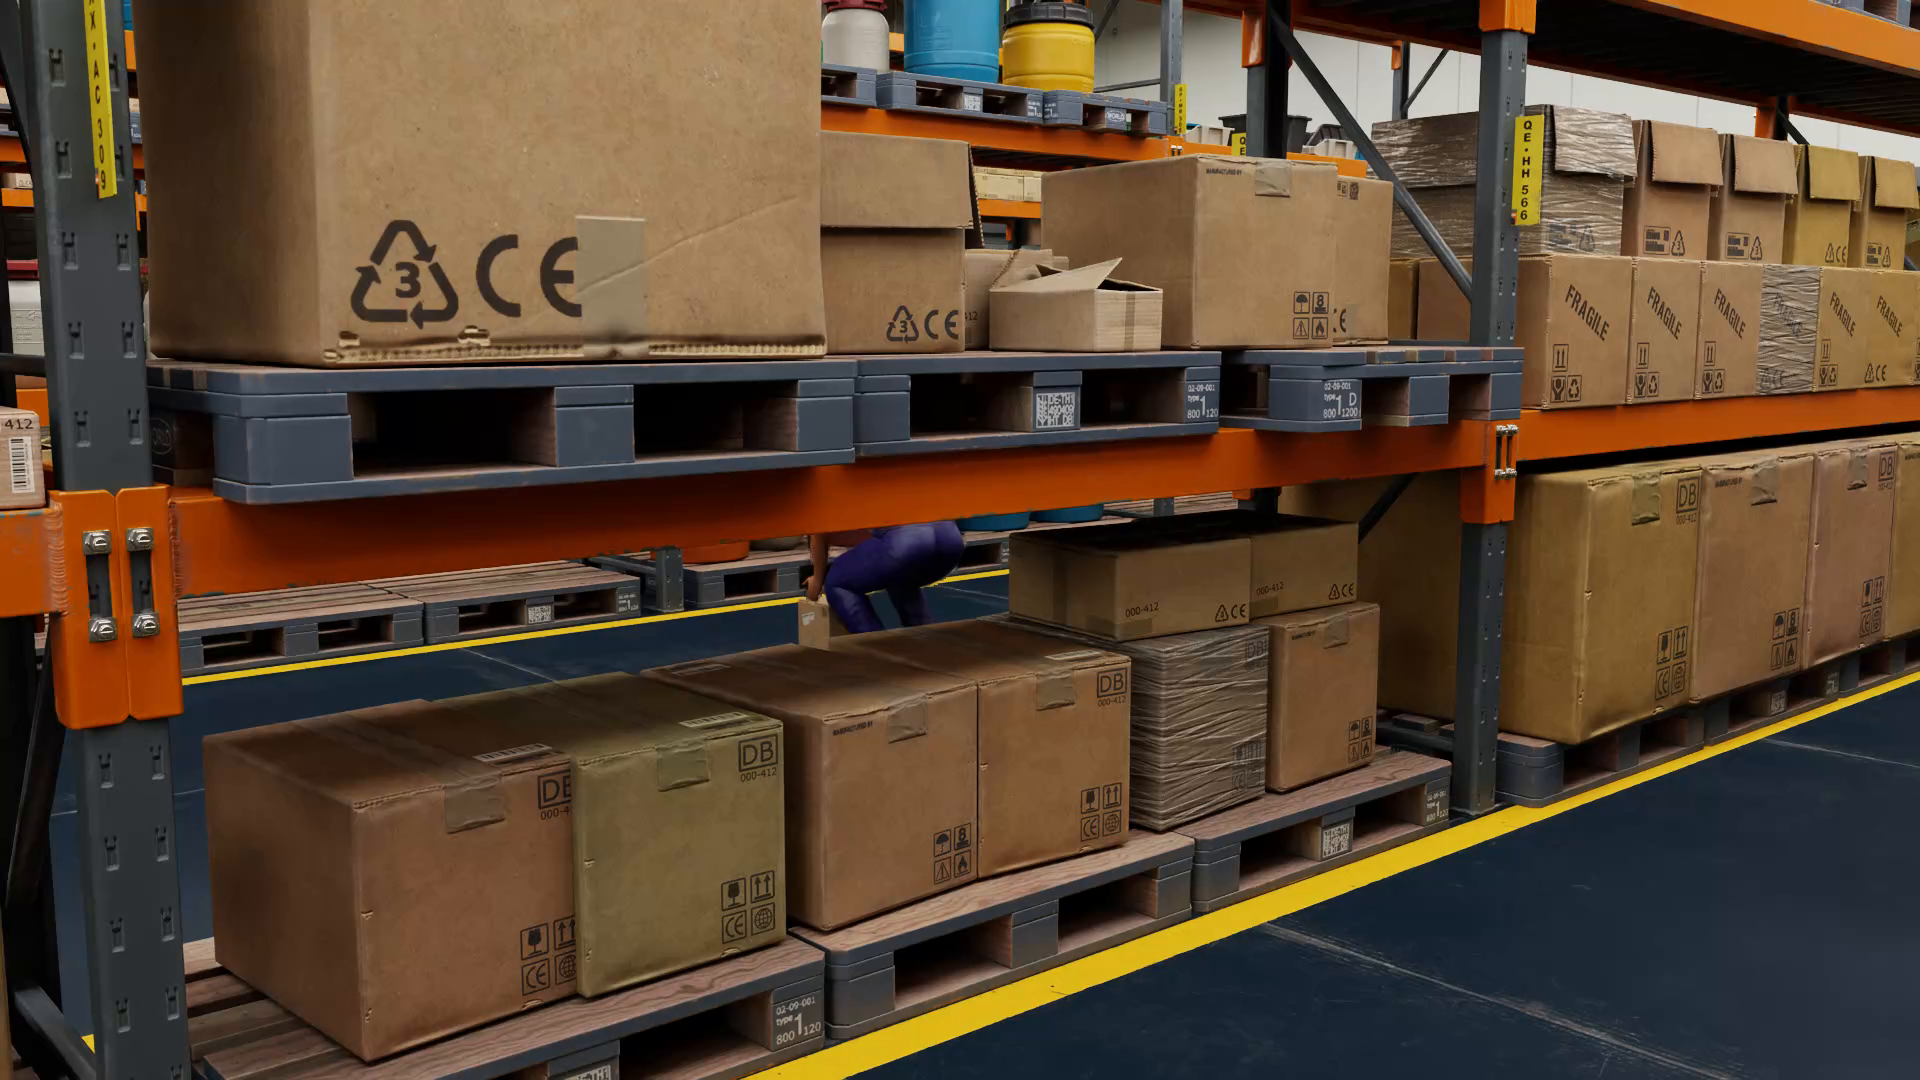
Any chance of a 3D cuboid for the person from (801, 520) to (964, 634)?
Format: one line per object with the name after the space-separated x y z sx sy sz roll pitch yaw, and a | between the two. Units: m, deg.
-0.368 0.056 7.692 0.532 1.060 0.785 -7 10 -41 | person
